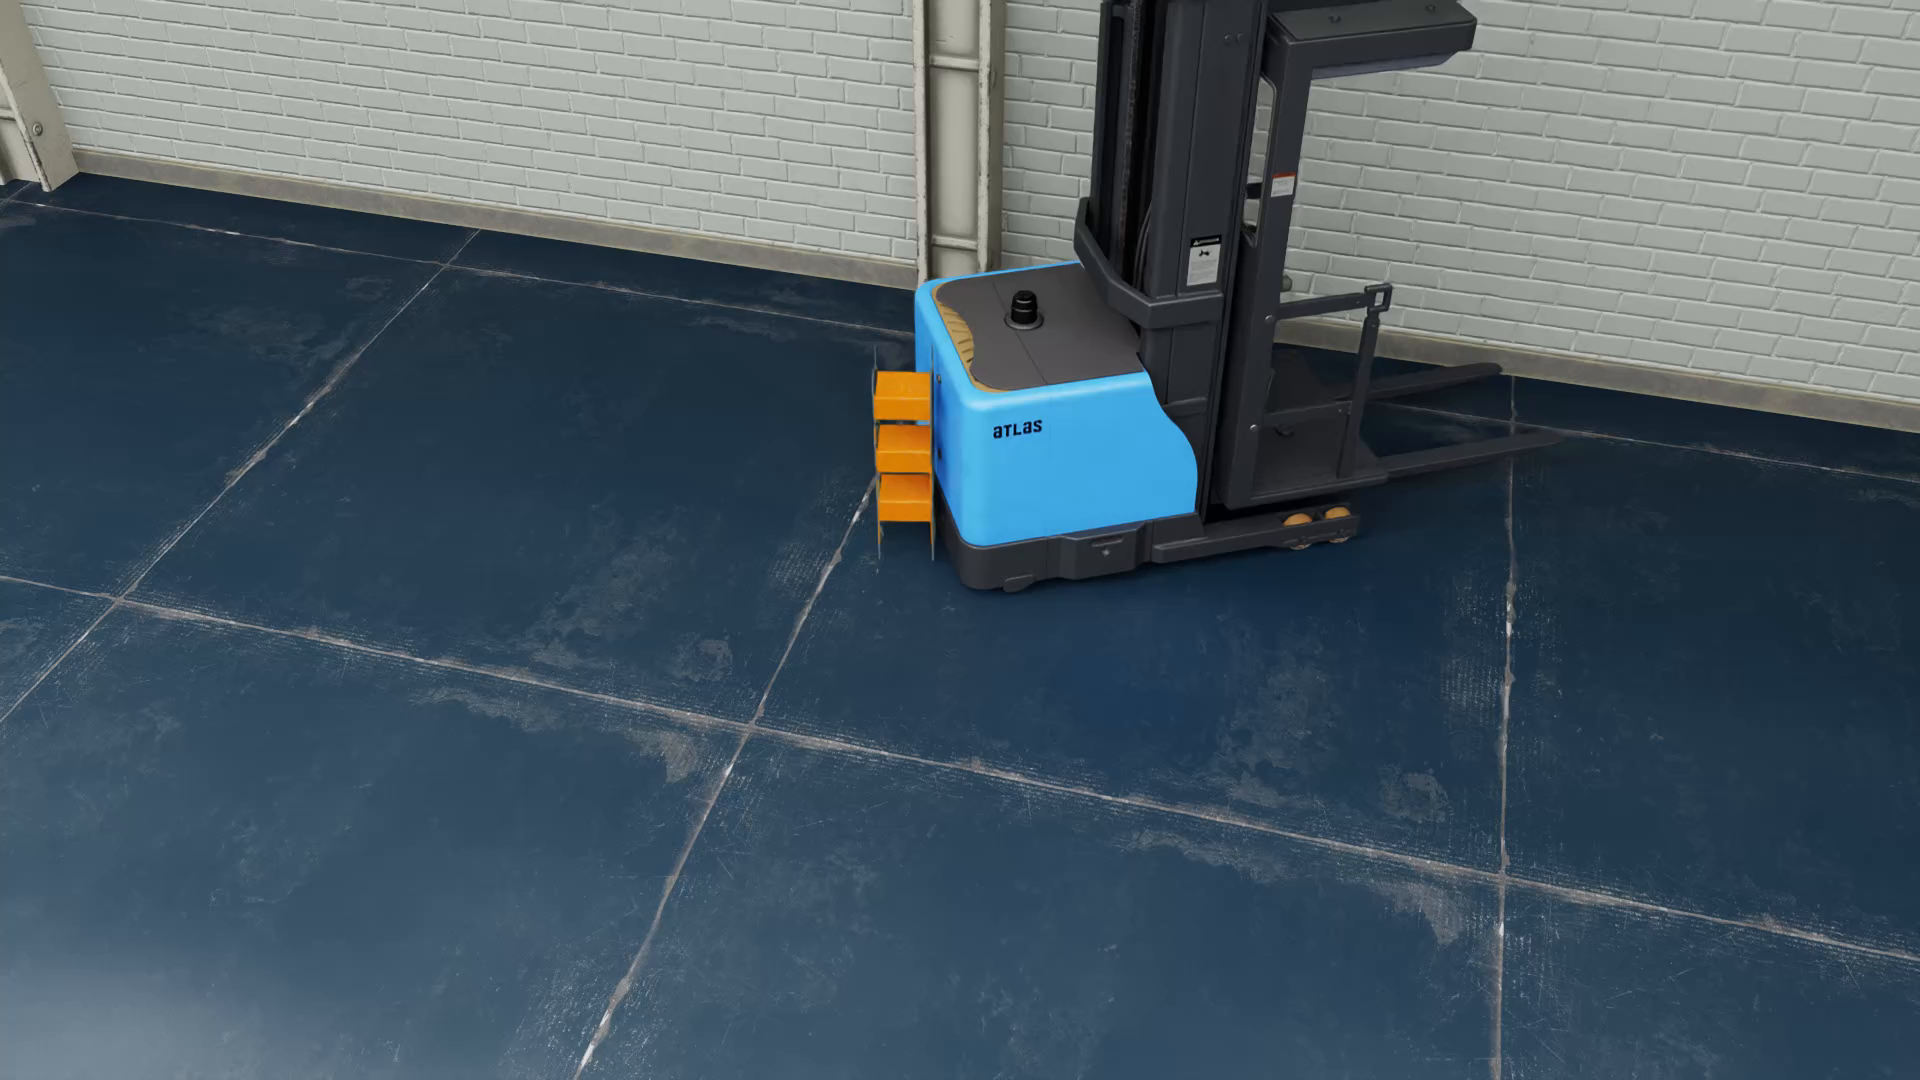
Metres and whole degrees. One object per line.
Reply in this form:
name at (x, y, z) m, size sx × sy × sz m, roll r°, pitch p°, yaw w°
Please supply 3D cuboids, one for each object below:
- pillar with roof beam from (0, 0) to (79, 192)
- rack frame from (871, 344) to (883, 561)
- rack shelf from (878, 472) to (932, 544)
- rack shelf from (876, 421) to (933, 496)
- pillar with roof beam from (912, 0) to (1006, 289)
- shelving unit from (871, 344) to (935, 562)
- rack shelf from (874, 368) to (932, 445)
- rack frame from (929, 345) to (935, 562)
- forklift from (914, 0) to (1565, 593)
pillar with roof beam at (-6.912, -3.062, 4.399) m, size 0.400 × 9.000 × 9.100 m, roll 10°, pitch 41°, yaw 11°
rack frame at (-0.365, -0.371, 7.376) m, size 0.008 × 1.050 × 0.200 m, roll 1°, pitch 40°, yaw 1°
rack shelf at (-0.244, -0.148, 7.559) m, size 0.240 × 0.259 × 0.215 m, roll 1°, pitch 40°, yaw 1°
rack shelf at (-0.244, -0.361, 7.380) m, size 0.240 × 0.259 × 0.215 m, roll 1°, pitch 40°, yaw 1°
pillar with roof beam at (-1.116, -2.065, 3.212) m, size 0.400 × 9.000 × 9.100 m, roll 10°, pitch 41°, yaw 11°
shelving unit at (-0.244, -0.369, 7.373) m, size 0.252 × 1.050 × 0.215 m, roll 1°, pitch 40°, yaw 1°
rack shelf at (-0.244, -0.578, 7.197) m, size 0.240 × 0.259 × 0.215 m, roll 1°, pitch 40°, yaw 1°
rack frame at (-0.122, -0.367, 7.371) m, size 0.008 × 1.050 × 0.200 m, roll 1°, pitch 40°, yaw 1°
forklift at (1.357, -1.399, 7.137) m, size 3.031 × 2.935 × 1.130 m, roll -9°, pitch 41°, yaw -11°
